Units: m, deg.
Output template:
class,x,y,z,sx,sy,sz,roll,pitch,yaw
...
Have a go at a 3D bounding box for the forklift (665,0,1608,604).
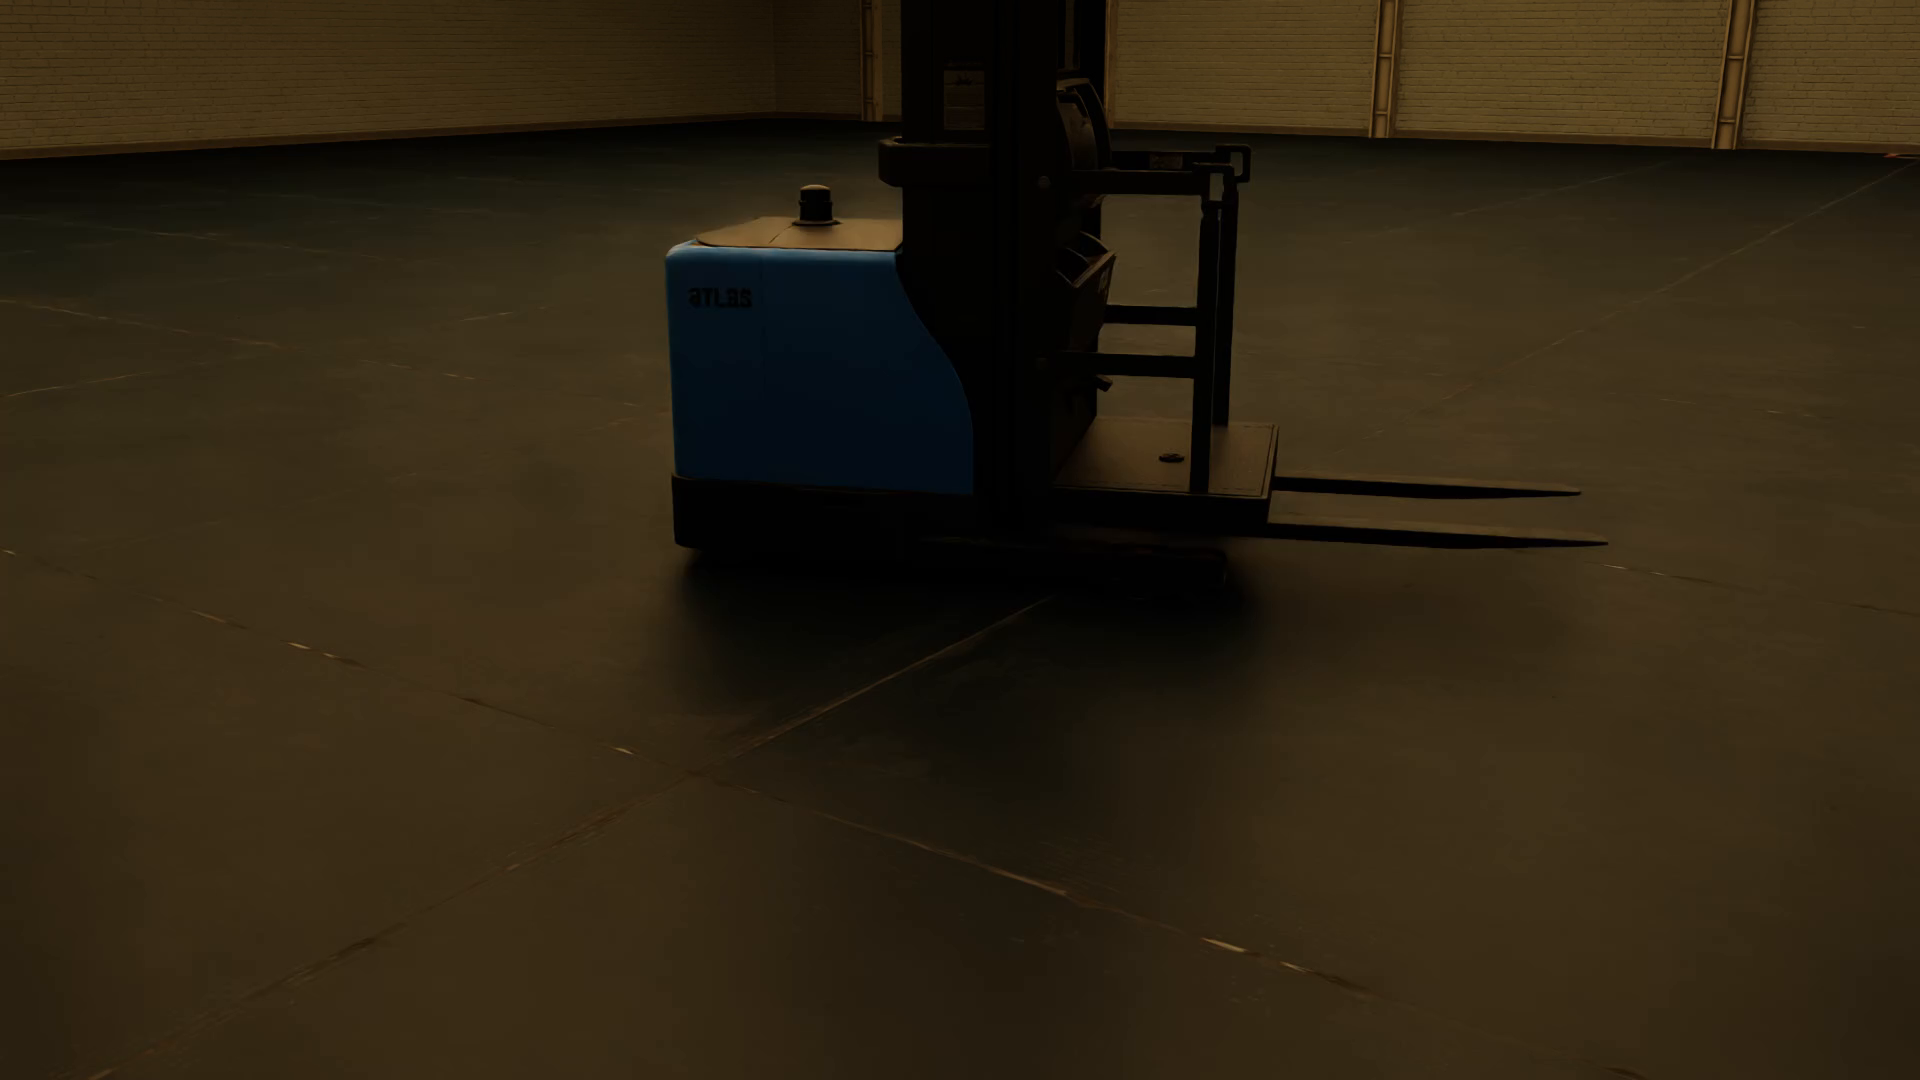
class,x,y,z,sx,sy,sz,roll,pitch,yaw
forklift,0.595,-1.367,5.404,3.031,2.935,1.130,4,17,12
